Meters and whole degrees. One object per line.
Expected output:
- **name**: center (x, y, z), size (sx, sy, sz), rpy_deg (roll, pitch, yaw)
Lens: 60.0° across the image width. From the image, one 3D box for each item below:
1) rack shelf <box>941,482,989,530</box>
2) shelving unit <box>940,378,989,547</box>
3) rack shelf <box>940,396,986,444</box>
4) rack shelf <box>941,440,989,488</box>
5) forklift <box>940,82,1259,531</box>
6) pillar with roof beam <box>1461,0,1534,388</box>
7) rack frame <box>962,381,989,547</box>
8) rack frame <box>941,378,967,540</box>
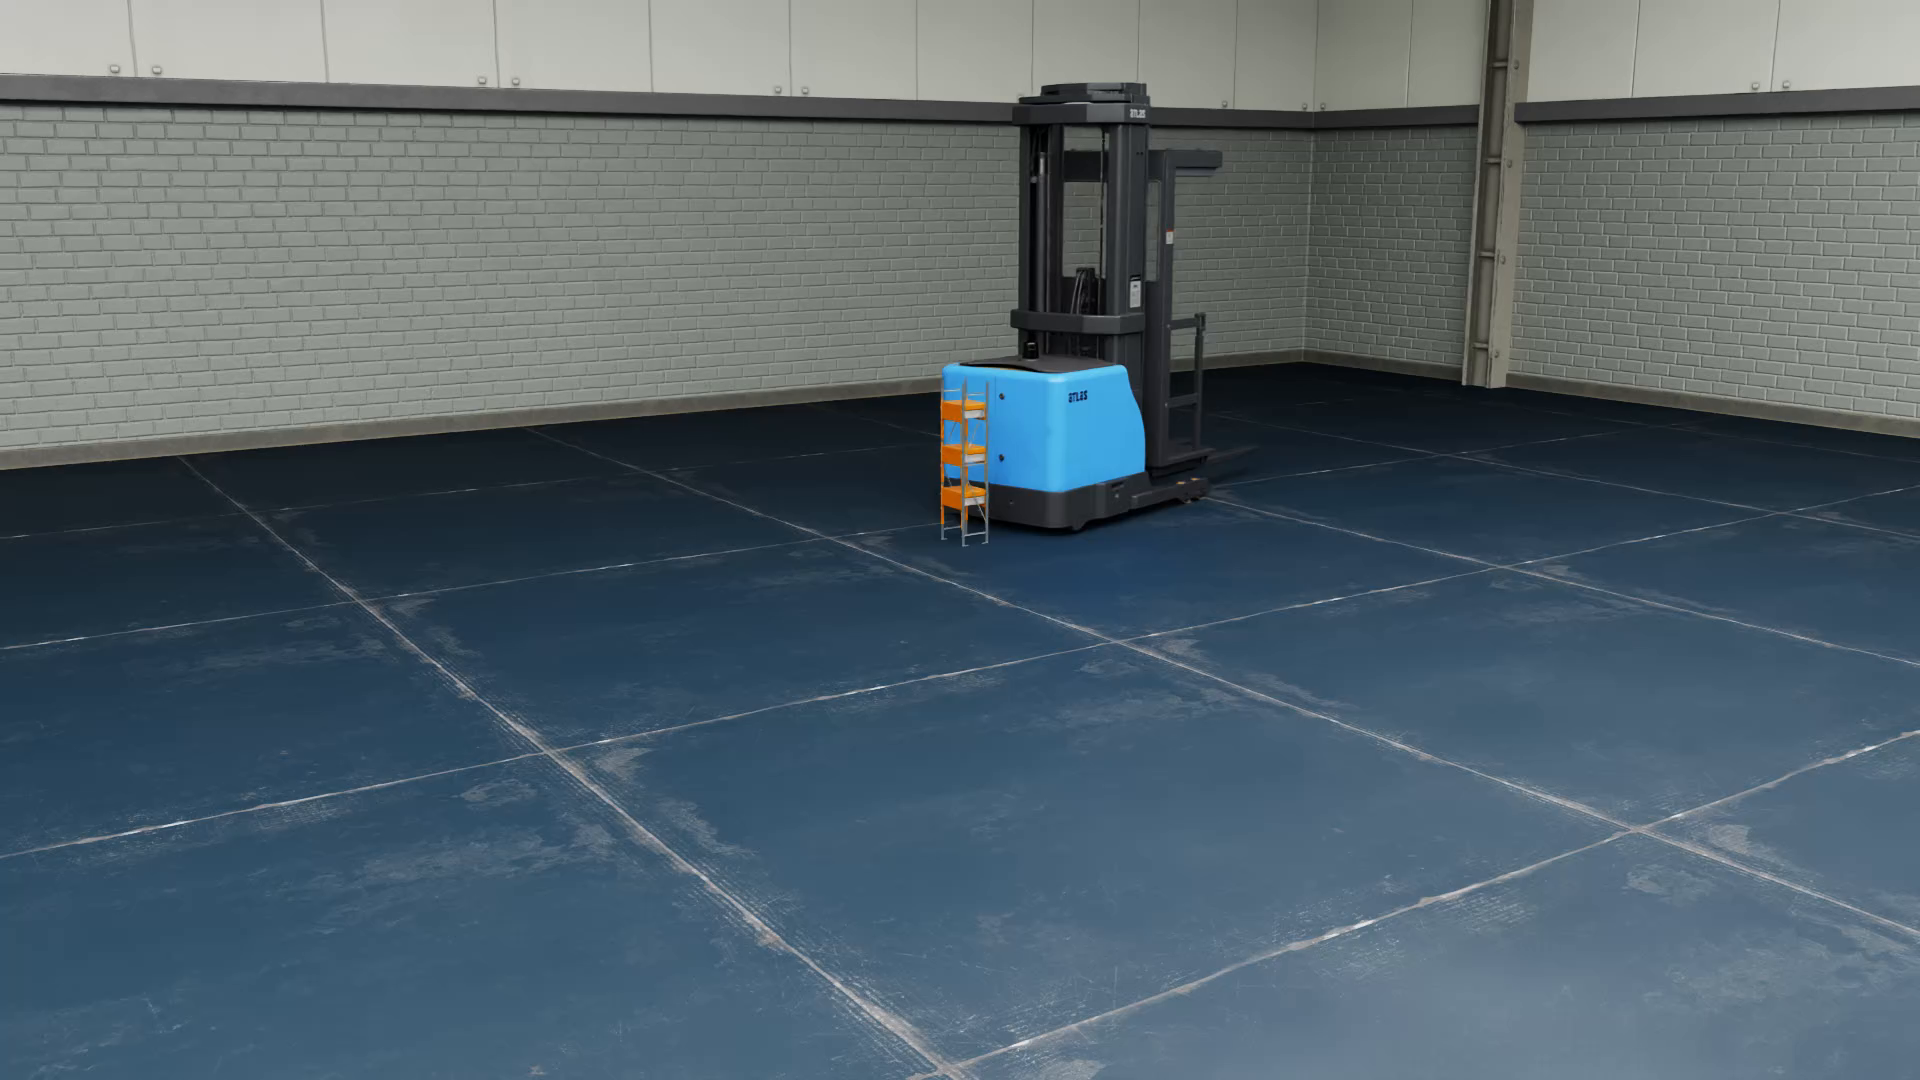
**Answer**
- **rack shelf**: center (0.030, -0.222, 10.768), size (0.215, 0.259, 0.240), rpy_deg (-8, 15, -33)
- **shelving unit**: center (0.030, -0.503, 10.706), size (0.215, 1.050, 0.252), rpy_deg (-8, 15, -33)
- **rack shelf**: center (0.030, -0.770, 10.648), size (0.215, 0.259, 0.240), rpy_deg (-8, 15, -33)
- **rack shelf**: center (0.030, -0.493, 10.708), size (0.215, 0.259, 0.240), rpy_deg (-8, 15, -33)
- **forklift**: center (1.173, -1.750, 12.005), size (1.130, 2.935, 3.031), rpy_deg (10, 16, 38)
- **pillar with roof beam**: center (2.364, -5.639, 15.582), size (9.100, 9.000, 0.400), rpy_deg (-8, 15, -33)
- **rack frame**: center (0.097, -0.482, 10.607), size (0.200, 1.050, 0.008), rpy_deg (-8, 15, -33)
- **rack frame**: center (-0.038, -0.525, 10.805), size (0.200, 1.050, 0.008), rpy_deg (-8, 15, -33)
